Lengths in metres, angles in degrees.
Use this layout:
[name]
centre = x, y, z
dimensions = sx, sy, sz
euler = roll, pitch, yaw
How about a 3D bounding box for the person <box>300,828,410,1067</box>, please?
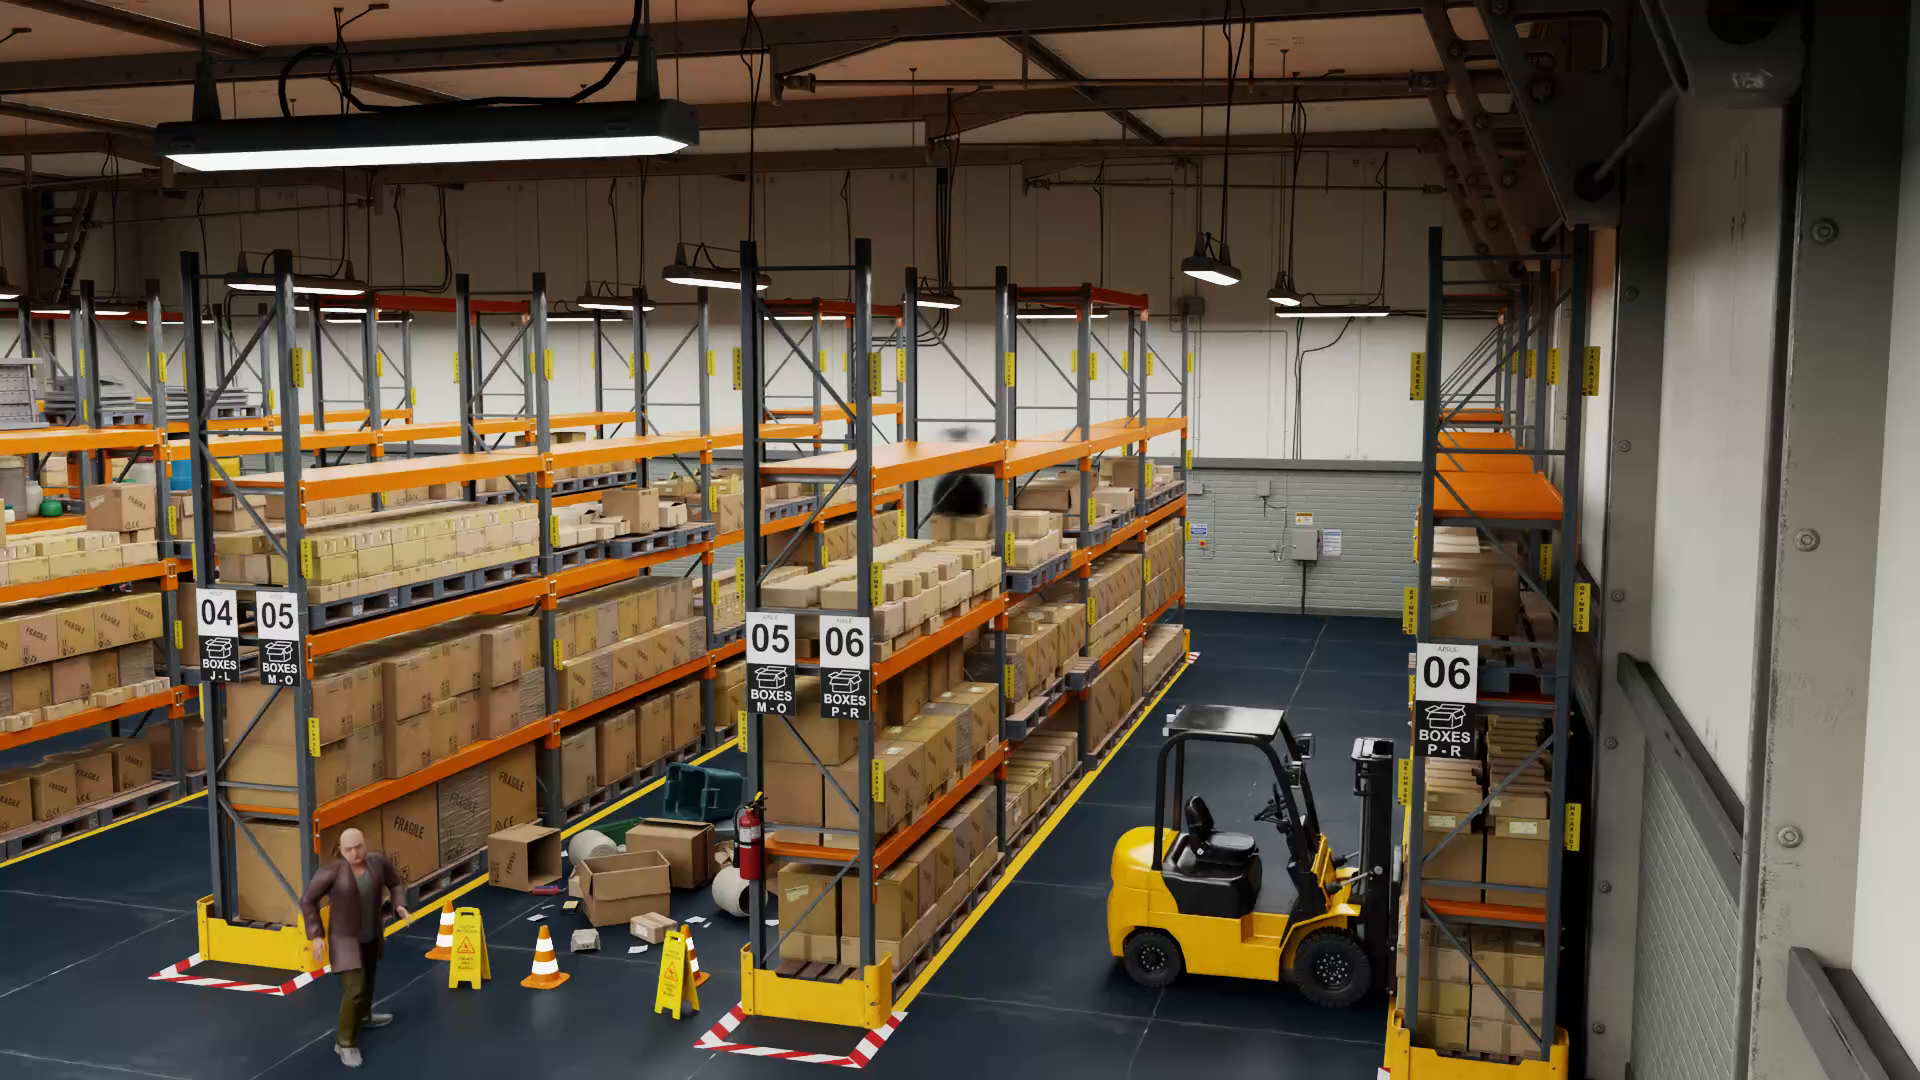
[person]
centre = -4.406, 2.951, 12.355
dimensions = 0.869, 1.739, 0.767
euler = 4, 7, 30
